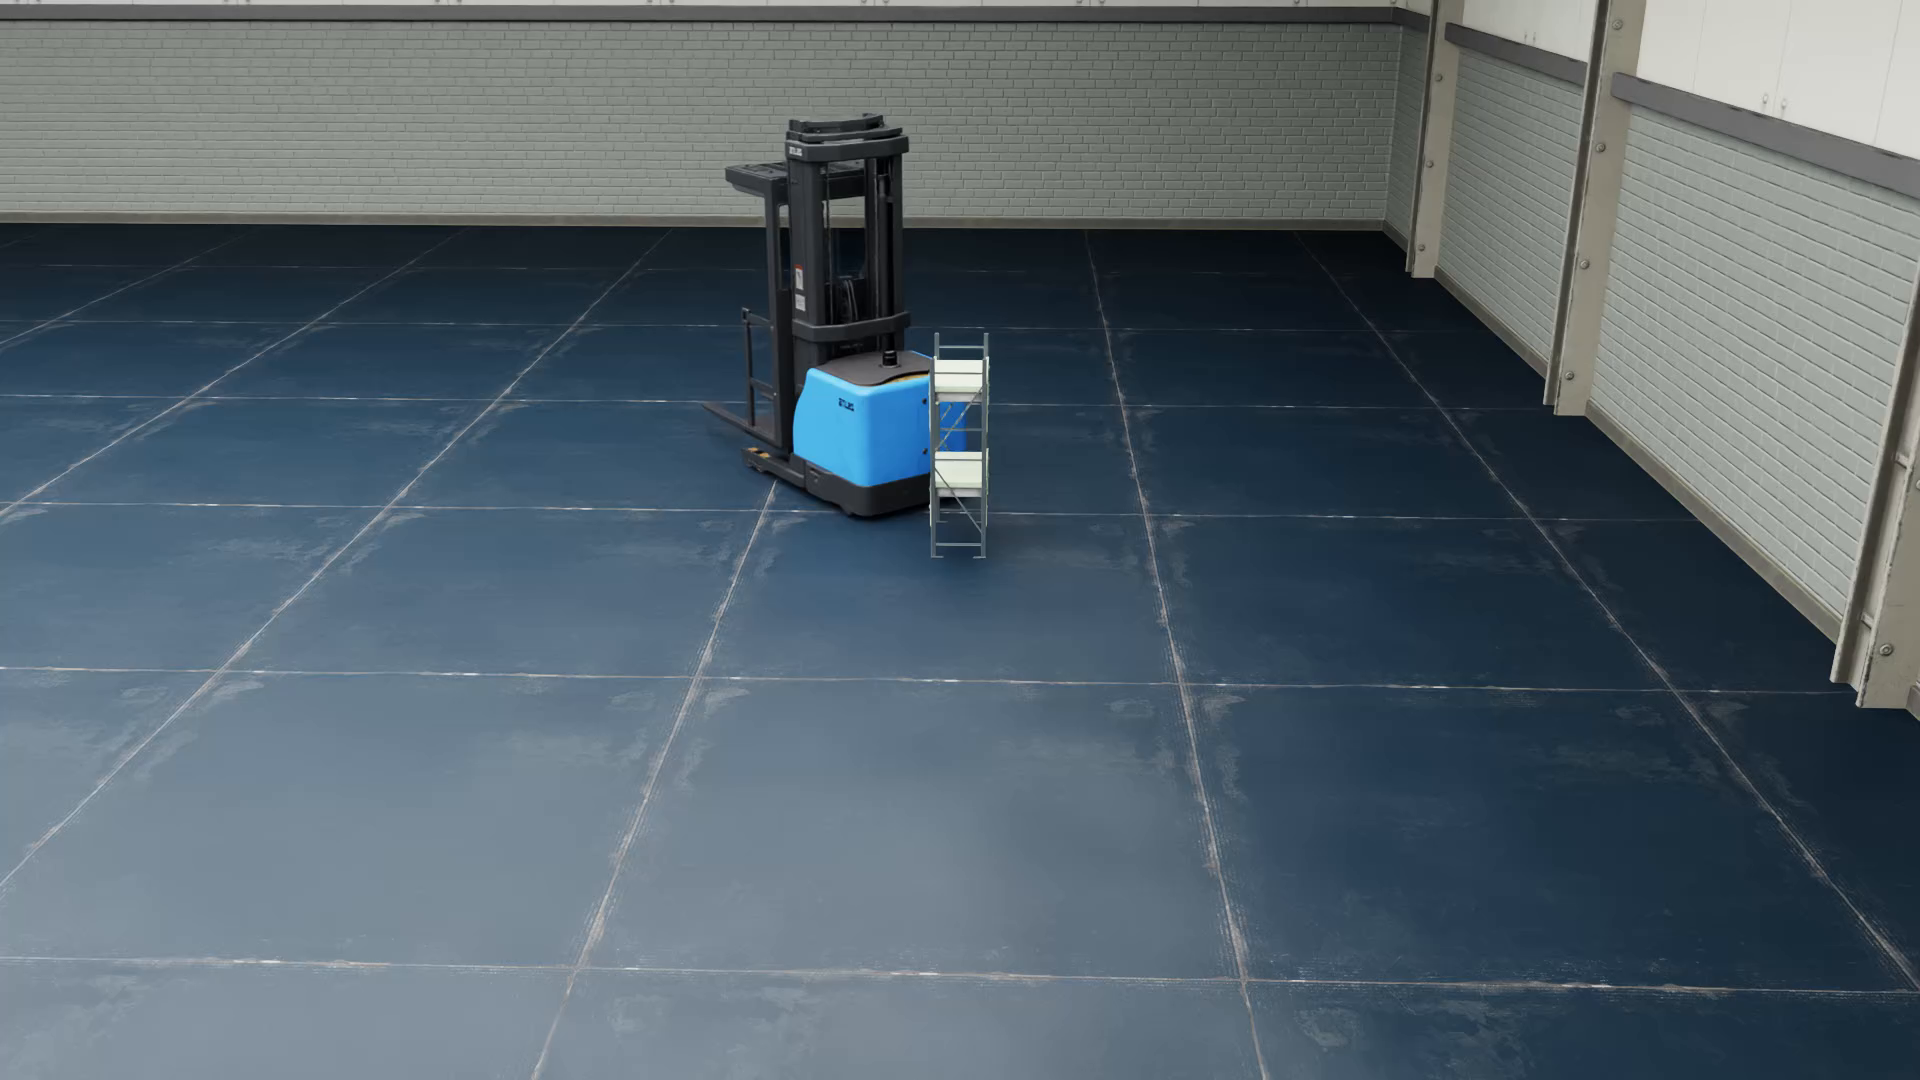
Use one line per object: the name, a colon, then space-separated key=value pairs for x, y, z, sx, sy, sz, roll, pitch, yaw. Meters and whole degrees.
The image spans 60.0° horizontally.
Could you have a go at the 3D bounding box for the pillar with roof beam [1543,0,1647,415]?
pillar with roof beam: x=1.419 y=-5.479 z=14.210 sx=9.100 sy=9.000 sz=0.400 roll=1 pitch=21 yaw=2

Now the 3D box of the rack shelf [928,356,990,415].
rack shelf: x=0.000 y=-1.065 z=12.123 sx=0.431 sy=0.370 sz=0.720 roll=1 pitch=21 yaw=2

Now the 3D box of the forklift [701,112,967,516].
forklift: x=-1.198 y=-2.022 z=13.688 sx=1.130 sy=2.935 sz=3.031 roll=-15 pitch=26 yaw=-33

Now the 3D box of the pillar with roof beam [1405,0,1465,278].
pillar with roof beam: x=1.601 y=-7.648 z=19.801 sx=9.100 sy=9.000 sz=0.400 roll=1 pitch=21 yaw=2

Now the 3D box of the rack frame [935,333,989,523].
rack frame: x=0.011 y=-0.834 z=12.605 sx=0.400 sy=1.500 sz=0.023 roll=1 pitch=21 yaw=2

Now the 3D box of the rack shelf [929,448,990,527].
rack shelf: x=0.000 y=-0.398 z=12.382 sx=0.431 sy=0.370 sz=0.720 roll=1 pitch=21 yaw=2

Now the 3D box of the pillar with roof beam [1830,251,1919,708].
pillar with roof beam: x=1.236 y=-3.310 z=8.619 sx=9.100 sy=9.000 sz=0.400 roll=1 pitch=21 yaw=2

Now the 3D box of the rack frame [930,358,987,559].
rack frame: x=-0.011 y=-0.569 z=11.923 sx=0.400 sy=1.500 sz=0.023 roll=1 pitch=21 yaw=2

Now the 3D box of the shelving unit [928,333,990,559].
shelving unit: x=0.000 y=-0.702 z=12.264 sx=0.431 sy=1.500 sz=0.755 roll=1 pitch=21 yaw=2
